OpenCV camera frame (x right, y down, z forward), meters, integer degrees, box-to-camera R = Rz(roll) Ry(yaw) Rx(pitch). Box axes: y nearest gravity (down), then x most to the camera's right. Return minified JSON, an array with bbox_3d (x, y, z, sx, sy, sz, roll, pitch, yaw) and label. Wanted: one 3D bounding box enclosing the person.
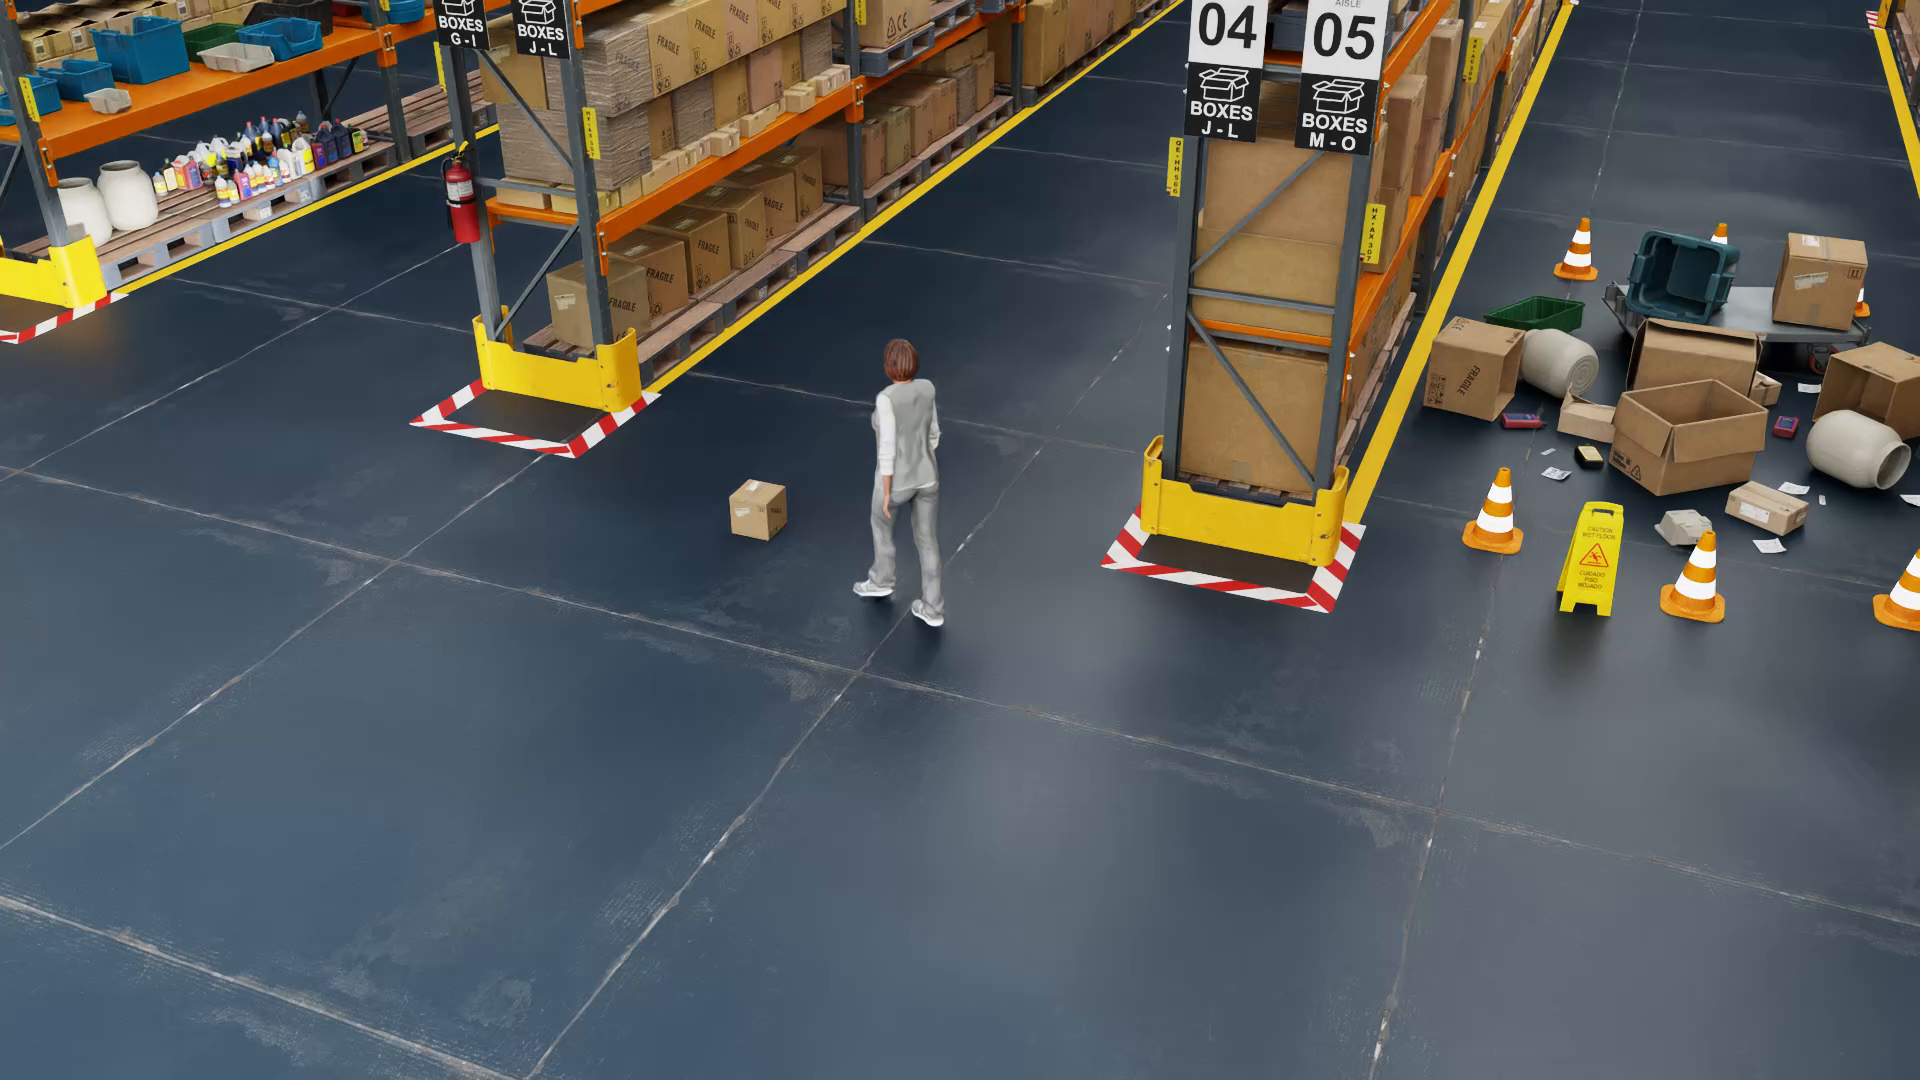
[{"bbox_3d":[-0.279,-0.309,8.940,0.442,1.600,0.694,-17,34,-27],"label":"person"}]
